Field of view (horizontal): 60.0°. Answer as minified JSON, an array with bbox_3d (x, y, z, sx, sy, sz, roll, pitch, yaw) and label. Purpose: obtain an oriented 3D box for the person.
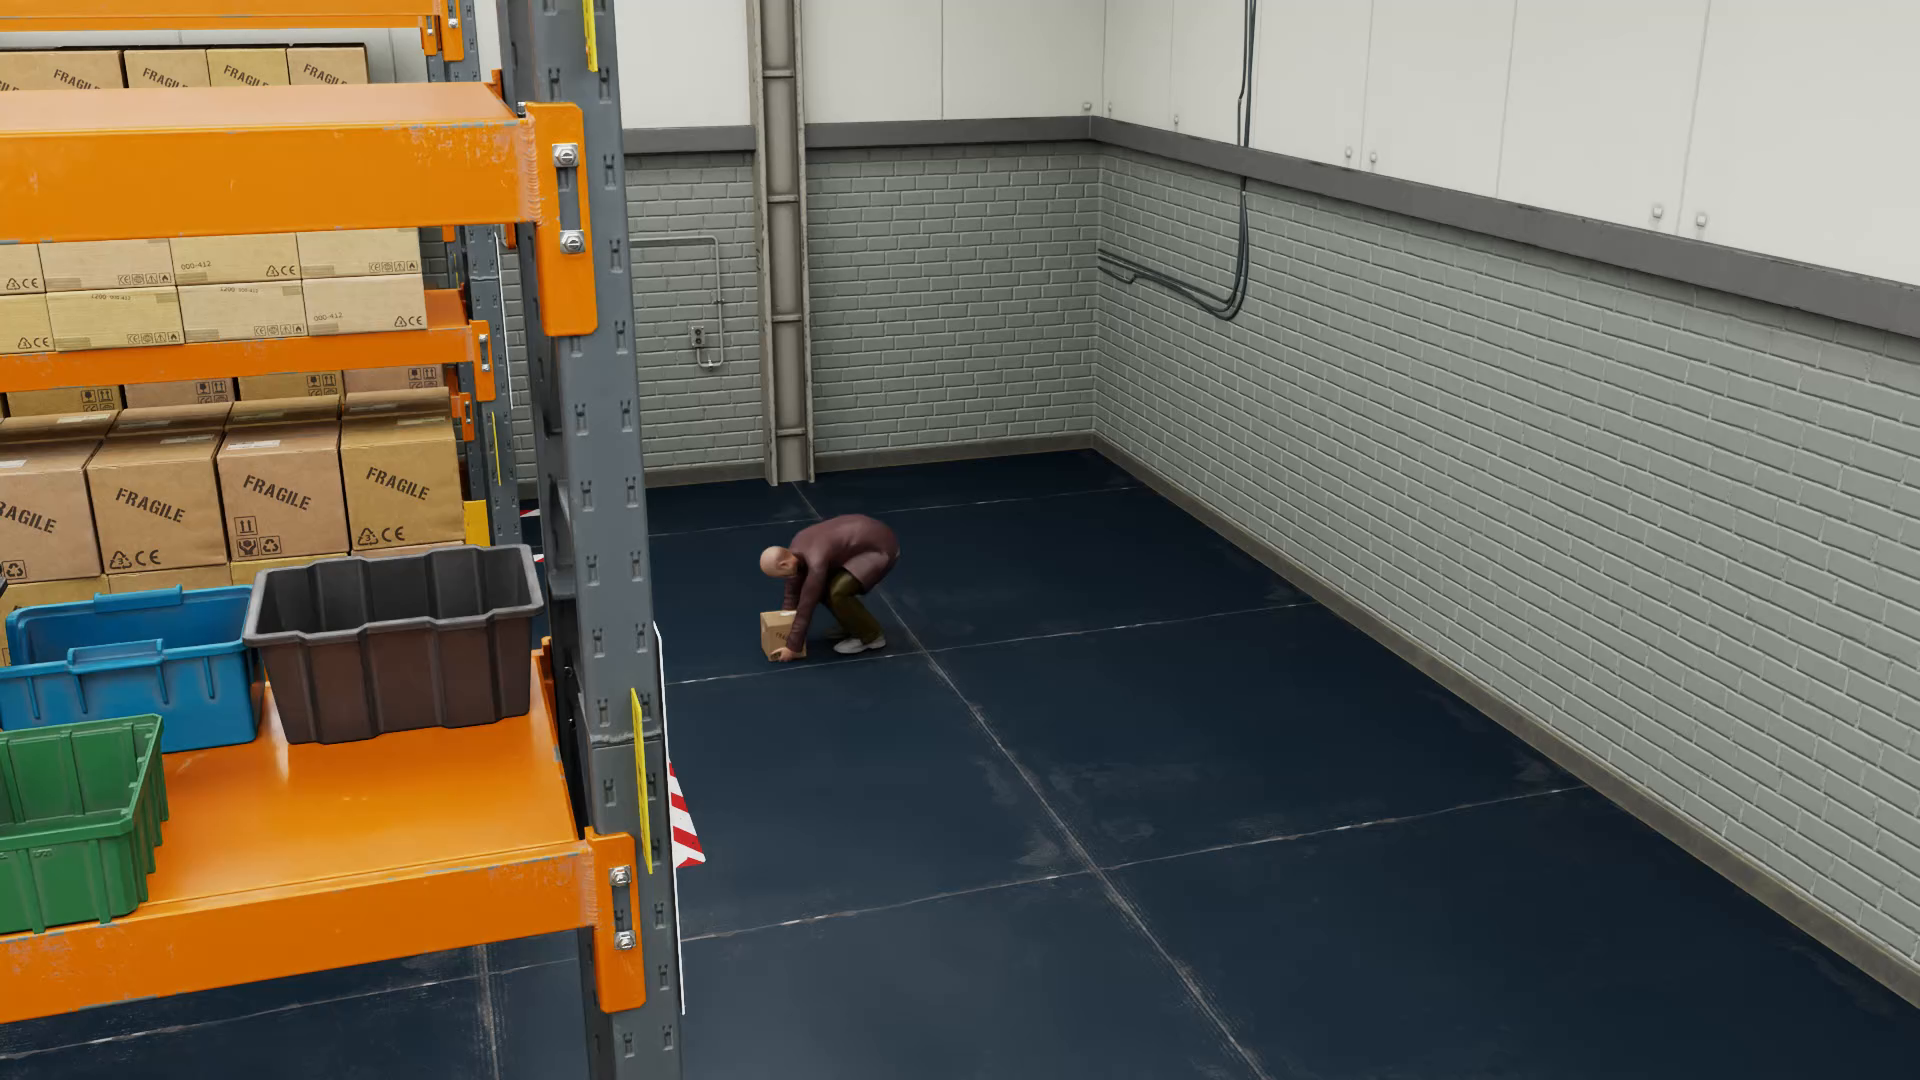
[{"bbox_3d":[-0.862,0.300,11.098,0.952,0.911,0.594,-7,20,-19],"label":"person"}]
